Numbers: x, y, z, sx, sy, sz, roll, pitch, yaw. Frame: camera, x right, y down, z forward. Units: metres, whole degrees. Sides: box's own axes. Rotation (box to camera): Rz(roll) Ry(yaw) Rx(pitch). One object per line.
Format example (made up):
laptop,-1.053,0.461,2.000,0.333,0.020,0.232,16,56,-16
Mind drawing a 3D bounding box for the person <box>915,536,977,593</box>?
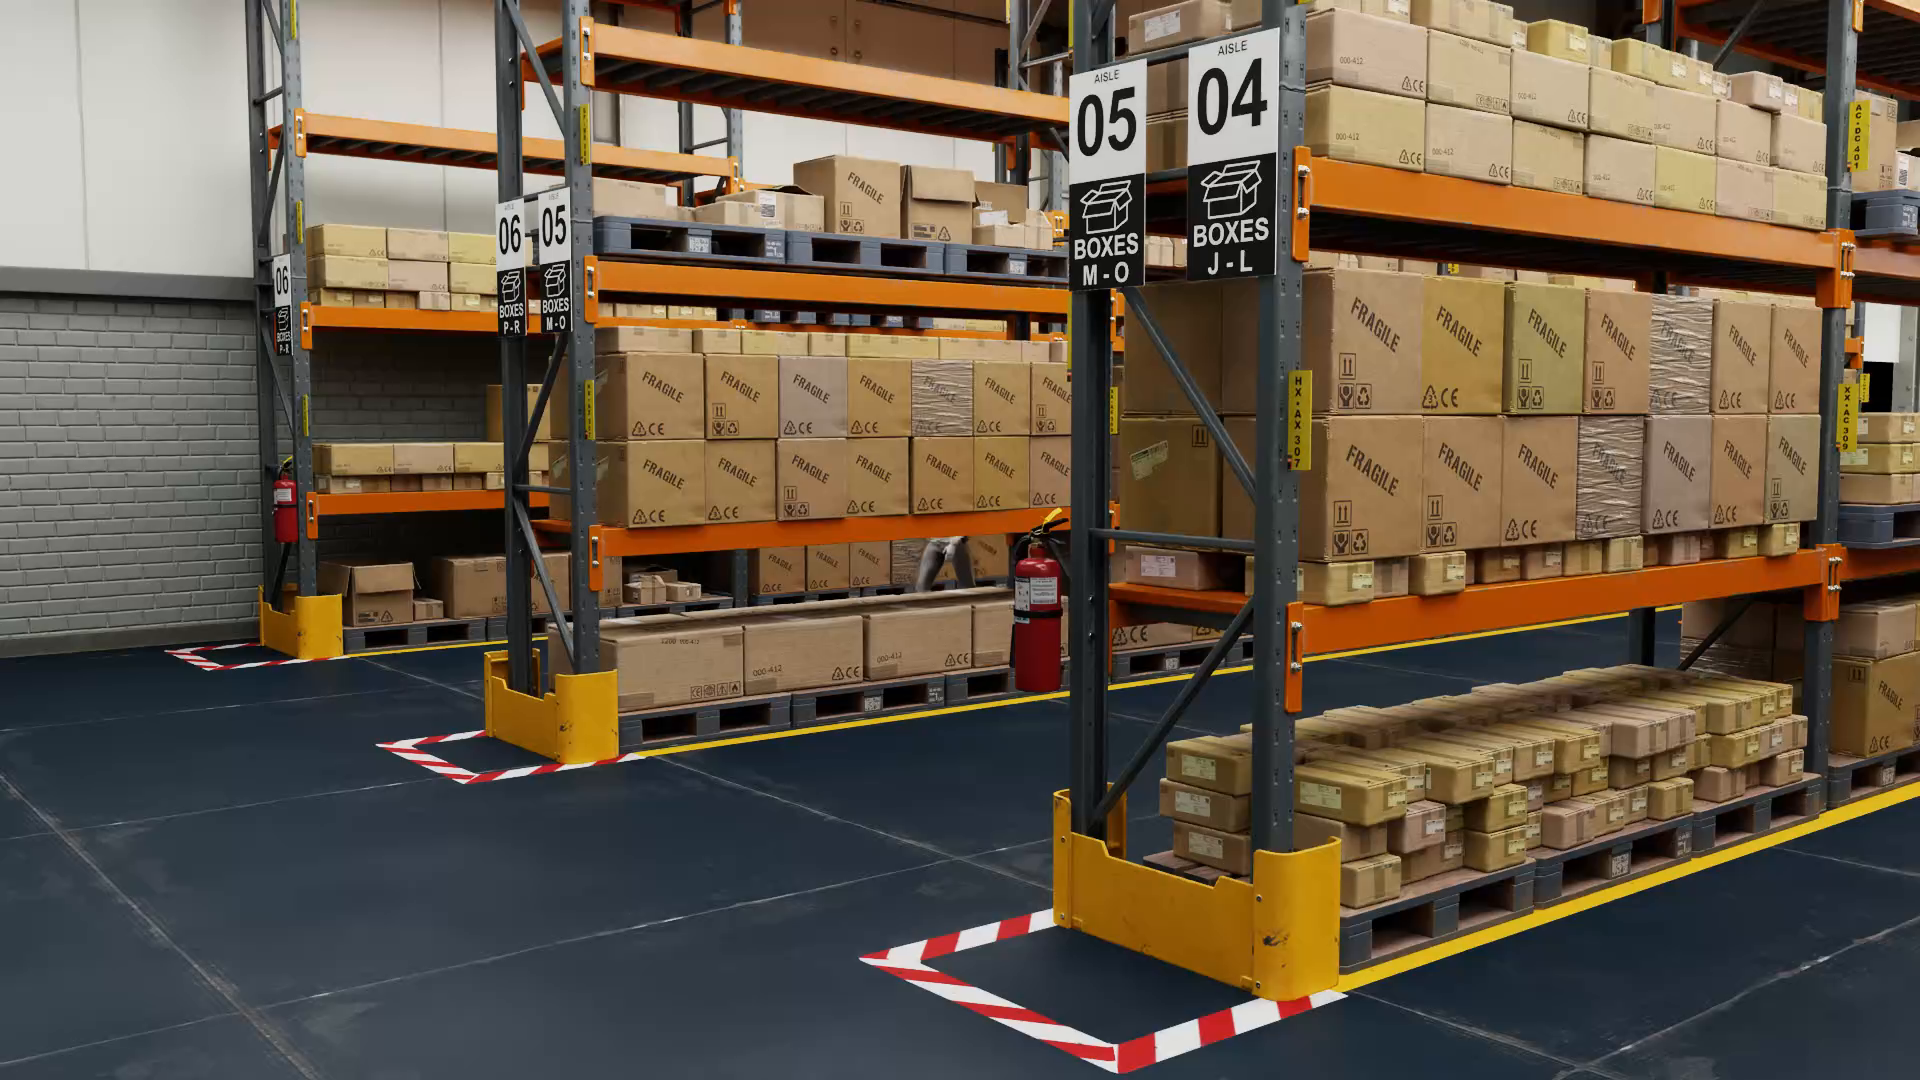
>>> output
person,-0.146,0.023,14.090,0.515,1.625,1.012,4,6,39
